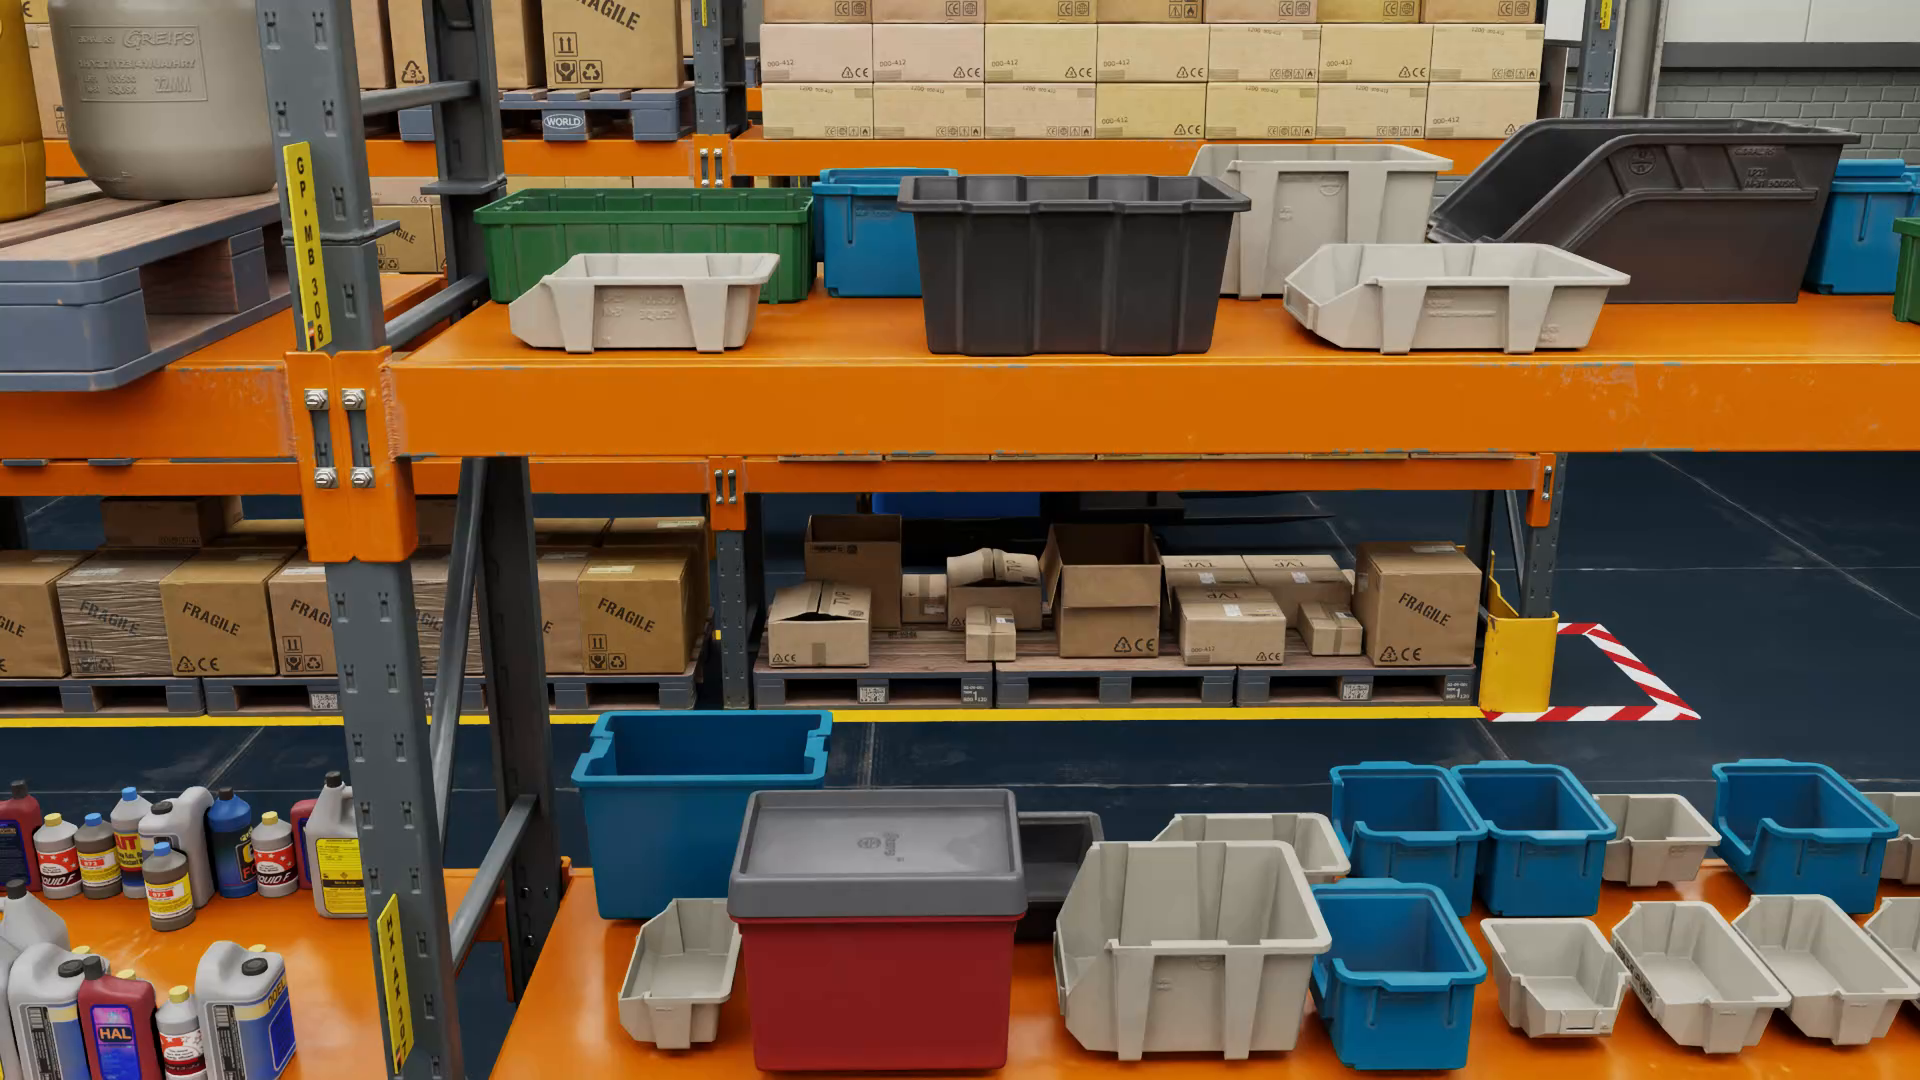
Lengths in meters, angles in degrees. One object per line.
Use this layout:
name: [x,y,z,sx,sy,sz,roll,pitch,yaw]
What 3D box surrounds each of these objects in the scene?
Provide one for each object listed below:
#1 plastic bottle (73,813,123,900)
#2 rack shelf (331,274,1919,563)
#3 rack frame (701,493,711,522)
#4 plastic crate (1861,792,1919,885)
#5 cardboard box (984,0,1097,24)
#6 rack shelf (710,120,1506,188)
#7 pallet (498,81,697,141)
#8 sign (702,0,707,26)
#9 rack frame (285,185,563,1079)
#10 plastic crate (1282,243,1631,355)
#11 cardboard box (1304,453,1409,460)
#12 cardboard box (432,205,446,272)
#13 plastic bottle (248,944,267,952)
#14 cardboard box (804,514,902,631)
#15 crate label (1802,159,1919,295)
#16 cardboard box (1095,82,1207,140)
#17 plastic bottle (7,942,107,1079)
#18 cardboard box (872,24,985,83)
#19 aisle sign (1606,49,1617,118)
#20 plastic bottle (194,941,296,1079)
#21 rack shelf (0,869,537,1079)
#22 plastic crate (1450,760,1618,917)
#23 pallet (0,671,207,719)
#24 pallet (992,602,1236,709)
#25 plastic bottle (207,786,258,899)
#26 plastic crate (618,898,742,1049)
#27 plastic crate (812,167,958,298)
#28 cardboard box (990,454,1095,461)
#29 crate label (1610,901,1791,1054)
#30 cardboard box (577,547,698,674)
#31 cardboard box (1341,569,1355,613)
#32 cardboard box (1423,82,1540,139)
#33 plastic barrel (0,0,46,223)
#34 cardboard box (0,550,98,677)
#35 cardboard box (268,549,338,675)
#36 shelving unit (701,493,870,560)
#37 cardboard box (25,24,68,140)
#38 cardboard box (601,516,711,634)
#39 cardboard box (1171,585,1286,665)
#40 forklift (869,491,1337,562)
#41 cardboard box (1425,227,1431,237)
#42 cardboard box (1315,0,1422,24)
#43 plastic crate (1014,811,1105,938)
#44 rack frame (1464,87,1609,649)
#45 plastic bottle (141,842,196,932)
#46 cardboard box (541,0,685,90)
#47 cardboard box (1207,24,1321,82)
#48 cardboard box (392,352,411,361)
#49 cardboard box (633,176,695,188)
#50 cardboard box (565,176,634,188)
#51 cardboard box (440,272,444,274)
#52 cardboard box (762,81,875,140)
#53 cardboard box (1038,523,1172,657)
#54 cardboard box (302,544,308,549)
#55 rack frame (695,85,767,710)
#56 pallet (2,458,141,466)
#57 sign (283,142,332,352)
plastic bottle: [-2.107,0.767,4.071,0.097,0.201,0.097,0,18,0]
rack shelf: [0.941,-0.303,3.350,4.000,0.370,1.077,0,18,-1]
rack frame: [-1.649,-0.676,10.698,0.032,1.500,0.500,-1,18,-4]
plastic crate: [2.367,0.747,4.143,0.298,0.136,0.250,0,18,-1]
cardboard box: [0.354,-2.650,7.687,0.500,0.500,0.700,0,18,-1]
rack shelf: [0.866,-1.816,8.066,4.000,0.370,1.077,0,18,-1]
pallet: [-1.786,-2.078,8.012,1.003,0.211,1.213,0,18,-1]
sign: [-1.121,-2.413,7.258,0.005,0.325,0.100,0,18,-1]
rack frame: [-1.059,0.792,3.668,0.127,3.000,1.000,0,18,-1]
plastic crate: [0.879,-0.444,3.043,0.530,0.136,0.437,0,18,-1]
cardboard box: [1.904,-0.699,8.152,0.500,0.500,0.500,0,18,0]
cardboard box: [-3.705,-2.339,12.745,0.500,0.500,0.500,0,18,-1]
plastic bottle: [-1.468,0.949,3.503,0.097,0.201,0.097,0,18,0]
cardboard box: [-0.568,0.171,8.977,0.500,0.500,0.500,0,18,-1]
crate label: [2.013,-0.679,3.586,0.502,0.251,0.408,0,18,-1]
cardboard box: [0.857,-2.011,7.741,0.500,0.250,0.500,0,18,-1]
plastic bottle: [-1.813,0.953,3.368,0.135,0.276,0.152,0,18,-1]
cardboard box: [-0.143,-2.245,7.652,0.500,0.250,0.500,0,18,-1]
aisle sign: [2.939,-1.885,7.756,0.004,0.787,0.394,0,18,-1]
plastic bottle: [-1.448,0.952,3.373,0.135,0.276,0.152,0,18,-1]
rack shelf: [-3.059,1.144,3.748,4.000,0.370,1.077,0,18,-1]
plastic crate: [1.372,0.731,4.034,0.300,0.233,0.416,0,18,-1]
pallet: [-4.386,0.634,8.725,1.213,0.211,1.003,0,18,-1]
pallet: [0.776,0.597,8.841,1.213,0.211,1.003,0,18,-1]
plastic bottle: [-1.778,0.732,4.066,0.097,0.271,0.097,0,18,0]
plastic crate: [-0.591,0.930,3.570,0.243,0.136,0.396,0,18,-1]
plastic crate: [-0.154,-0.658,3.553,0.300,0.233,0.416,0,18,-1]
cardboard box: [0.393,-0.693,8.133,0.500,0.500,0.500,0,18,-1]
crate label: [1.560,0.935,3.556,0.243,0.136,0.396,0,18,-1]
cardboard box: [-1.622,0.350,8.418,0.500,0.500,0.500,0,18,-1]
cardboard box: [2.192,0.298,9.127,0.250,0.166,0.380,0,18,-1]
cardboard box: [2.357,-2.014,7.750,0.500,0.250,0.500,0,18,-1]
plastic barrel: [-1.968,-0.859,2.910,0.600,0.588,0.600,0,18,0]
cardboard box: [-4.673,0.364,8.373,0.500,0.500,0.500,0,18,1]
cardboard box: [-3.126,0.355,8.402,0.500,0.500,0.500,-1,18,-3]
shelving unit: [-1.133,-0.686,10.731,1.083,1.500,0.587,-1,18,-4]
cardboard box: [-4.187,-2.192,7.897,0.500,0.500,0.910,0,18,-1]
cardboard box: [-1.621,0.188,8.923,0.500,0.500,0.500,-1,18,-3]
cardboard box: [1.376,0.433,8.569,0.500,0.250,0.500,0,18,-1]
forklift: [0.919,-1.414,10.659,3.031,2.935,1.130,-1,18,-4]
cardboard box: [2.418,-1.342,8.520,0.500,0.500,0.500,0,18,1]
cardboard box: [1.852,-2.708,7.868,0.500,0.500,0.700,0,18,-1]
plastic crate: [0.056,0.807,3.973,0.590,0.125,0.437,0,18,-1]
rack frame: [2.866,-0.740,8.444,0.127,3.000,1.000,0,18,-1]
plastic bottle: [-1.873,0.812,3.930,0.097,0.201,0.097,0,18,0]
cardboard box: [-1.638,-2.464,7.894,0.600,0.600,0.600,-2,18,-6]
cardboard box: [1.357,-2.251,7.670,0.500,0.250,0.500,0,18,-1]
cardboard box: [-2.899,-0.941,8.219,0.500,0.500,0.700,-5,18,-15]
cardboard box: [-2.190,-2.710,12.673,0.500,0.250,0.500,0,18,0]
cardboard box: [-2.700,-2.707,12.665,0.500,0.250,0.500,0,18,0]
cardboard box: [-3.854,-2.052,12.912,0.250,0.149,0.380,0,18,0]
cardboard box: [-0.643,-2.005,7.720,0.500,0.250,0.500,0,18,-1]
cardboard box: [0.745,0.248,8.731,0.637,0.503,0.797,0,18,-1]
cardboard box: [-3.159,0.196,8.897,0.500,0.500,0.500,-1,18,-3]
rack frame: [-1.133,-0.721,8.384,0.127,3.000,1.000,0,18,-1]
pallet: [-4.456,-0.635,8.430,1.003,0.211,1.213,0,18,-1]
sign: [-1.052,-0.473,2.685,0.005,0.325,0.100,0,18,-1]
